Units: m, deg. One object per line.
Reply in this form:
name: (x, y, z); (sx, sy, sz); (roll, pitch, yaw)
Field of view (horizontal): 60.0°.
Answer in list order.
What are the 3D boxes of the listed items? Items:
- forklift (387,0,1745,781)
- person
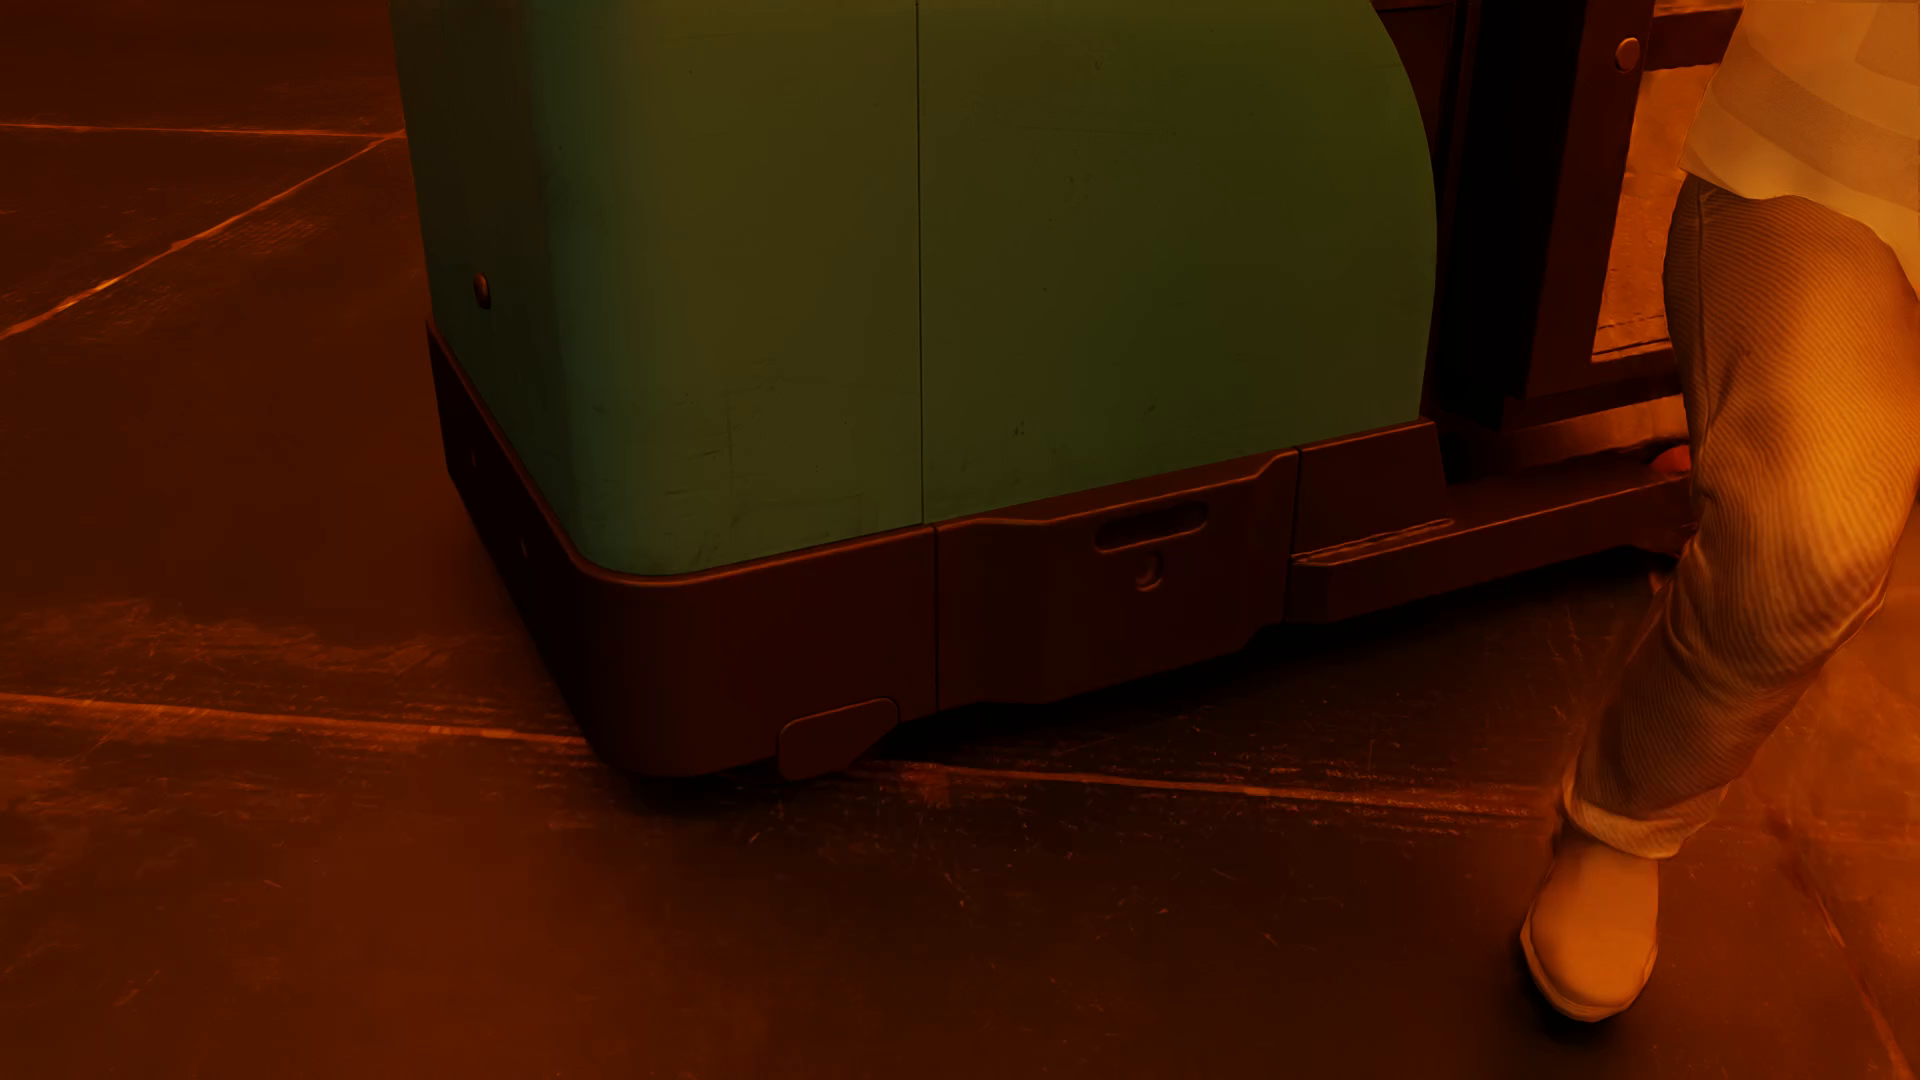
forklift: (0.763, -1.478, 2.180); (3.031, 2.935, 1.130); (-12, 29, -23)
person: (0.816, -0.219, 1.270); (0.782, 1.515, 0.916); (9, 28, 18)
